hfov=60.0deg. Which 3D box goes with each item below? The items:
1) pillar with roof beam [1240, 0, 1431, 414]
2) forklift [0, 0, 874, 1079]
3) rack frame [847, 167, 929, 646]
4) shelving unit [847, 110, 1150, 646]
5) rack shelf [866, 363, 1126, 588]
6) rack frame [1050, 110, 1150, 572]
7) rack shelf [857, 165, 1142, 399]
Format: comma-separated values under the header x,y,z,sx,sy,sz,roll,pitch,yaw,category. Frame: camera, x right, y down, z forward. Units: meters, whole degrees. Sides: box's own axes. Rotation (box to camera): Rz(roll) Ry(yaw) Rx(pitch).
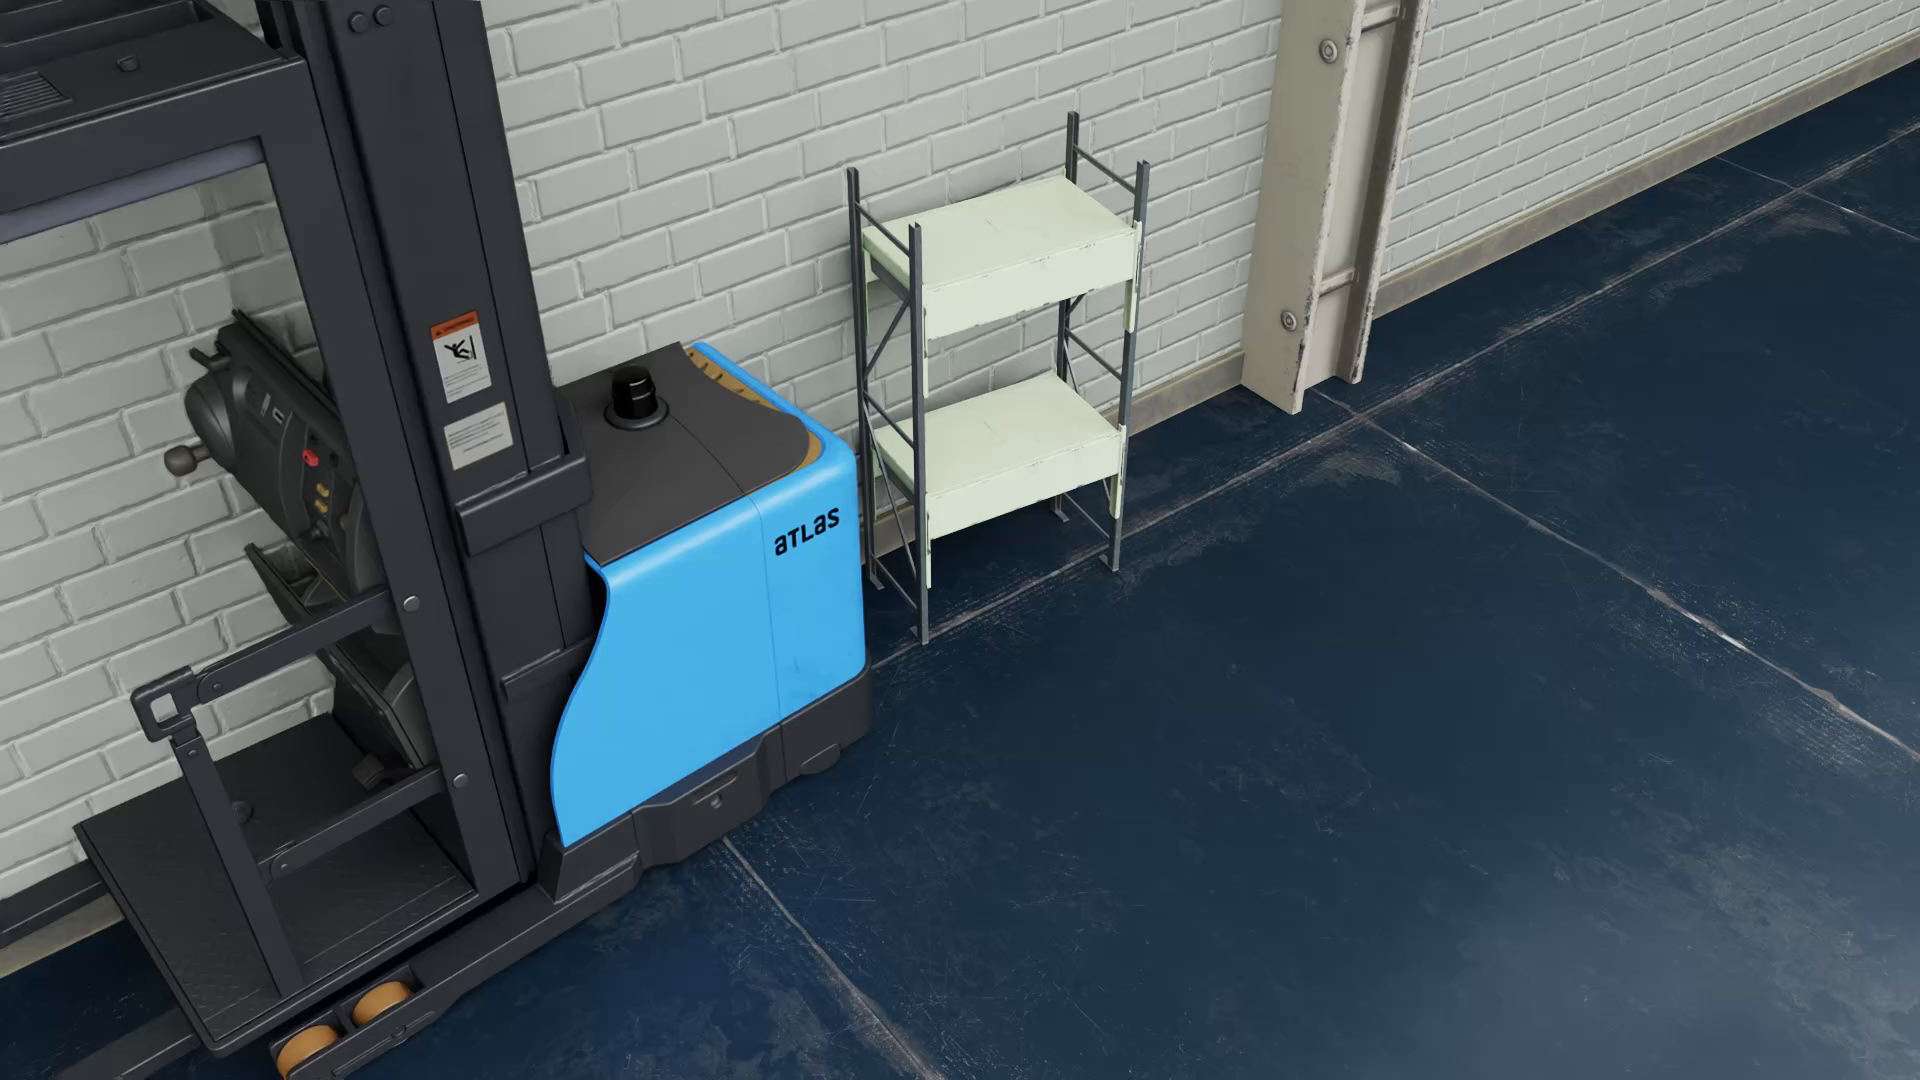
x,y,z,sx,sy,sz,roll,pitch,yaw,category
3.949,-1.944,1.024,0.400,9.000,9.100,-26,46,-28,pillar with roof beam
-1.698,-0.151,3.623,3.031,2.935,1.130,-29,48,-31,forklift
-0.209,-0.354,4.999,0.023,1.500,0.400,-20,43,-22,rack frame
0.109,-0.469,5.139,0.755,1.500,0.431,-20,43,-22,shelving unit
0.109,-0.217,5.346,0.720,0.370,0.431,-20,43,-22,rack shelf
0.427,-0.583,5.279,0.023,1.500,0.400,-20,43,-22,rack frame
0.109,-0.770,4.891,0.720,0.370,0.431,-20,43,-22,rack shelf
